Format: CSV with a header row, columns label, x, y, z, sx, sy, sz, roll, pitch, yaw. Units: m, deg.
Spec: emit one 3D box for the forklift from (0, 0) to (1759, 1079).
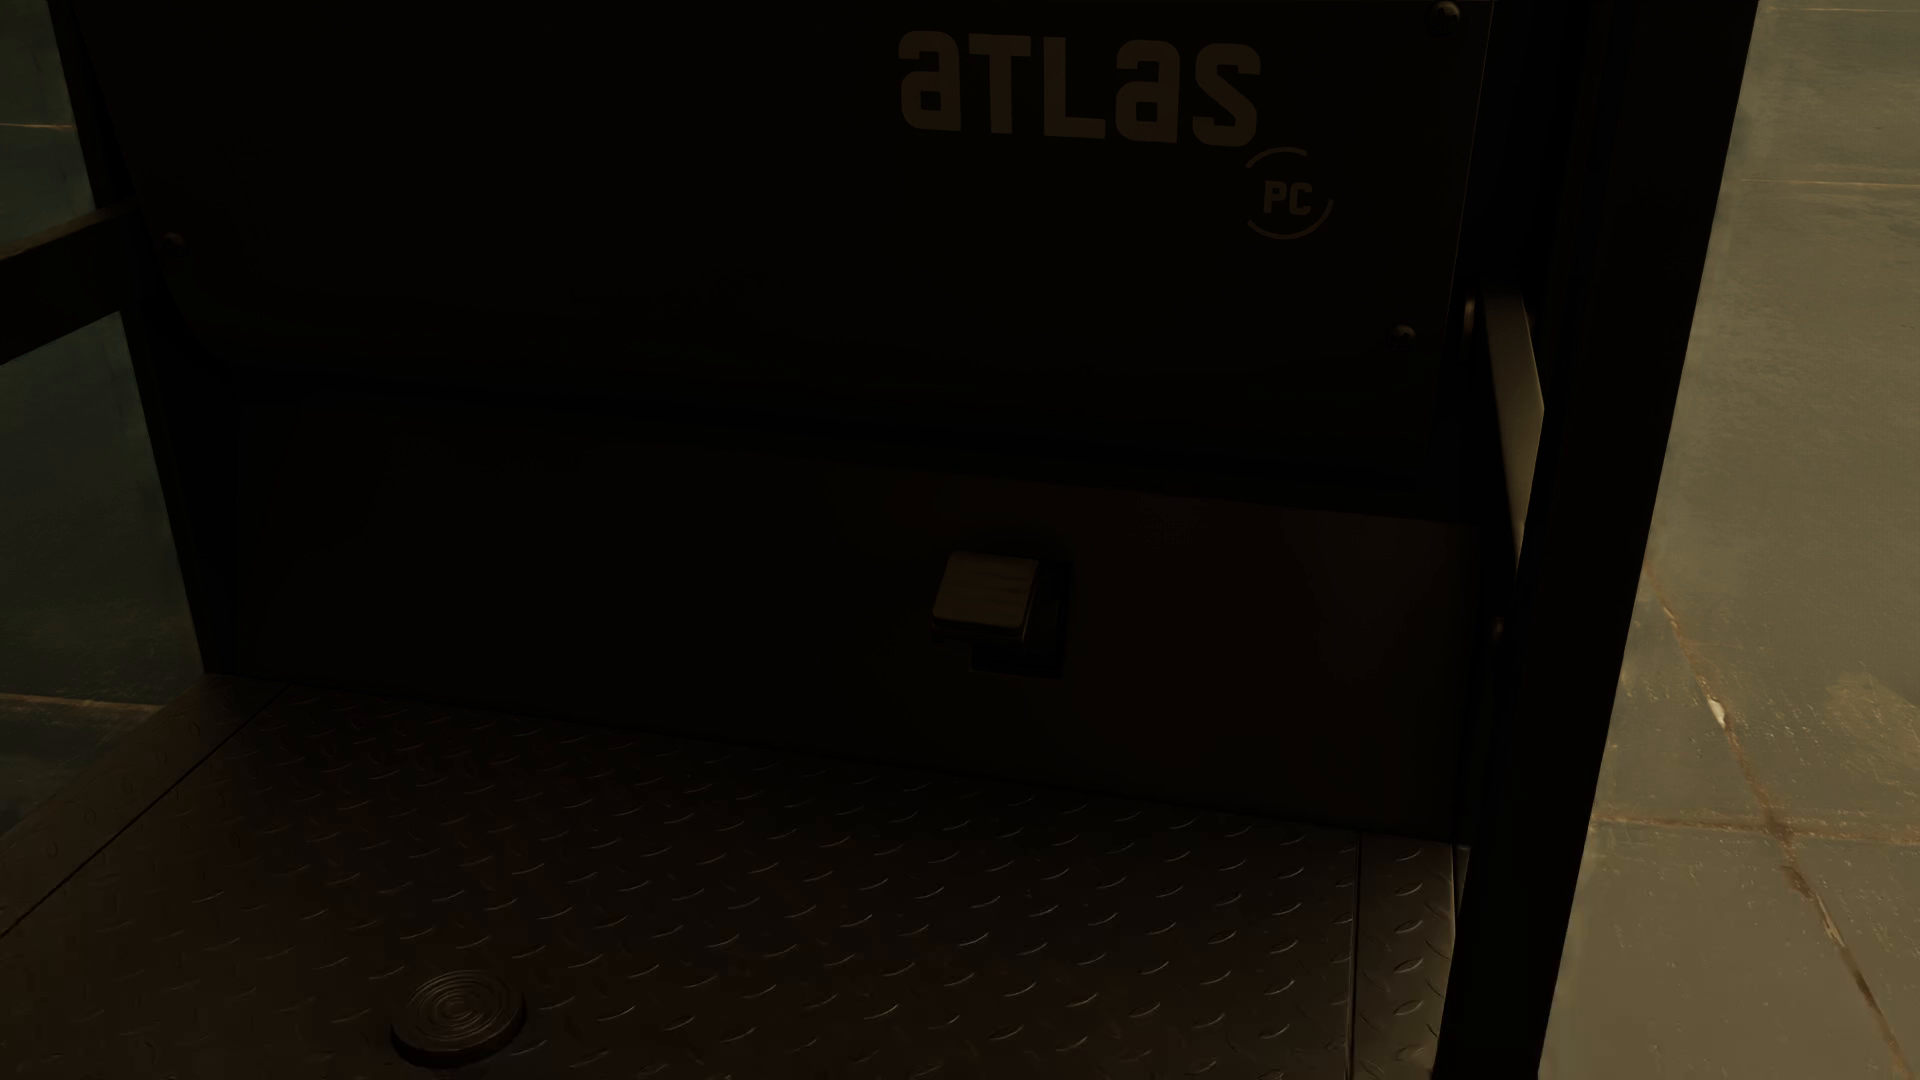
label,x,y,z,sx,sy,sz,roll,pitch,yaw
forklift,-0.186,-0.730,0.679,1.130,2.935,3.031,6,27,12
